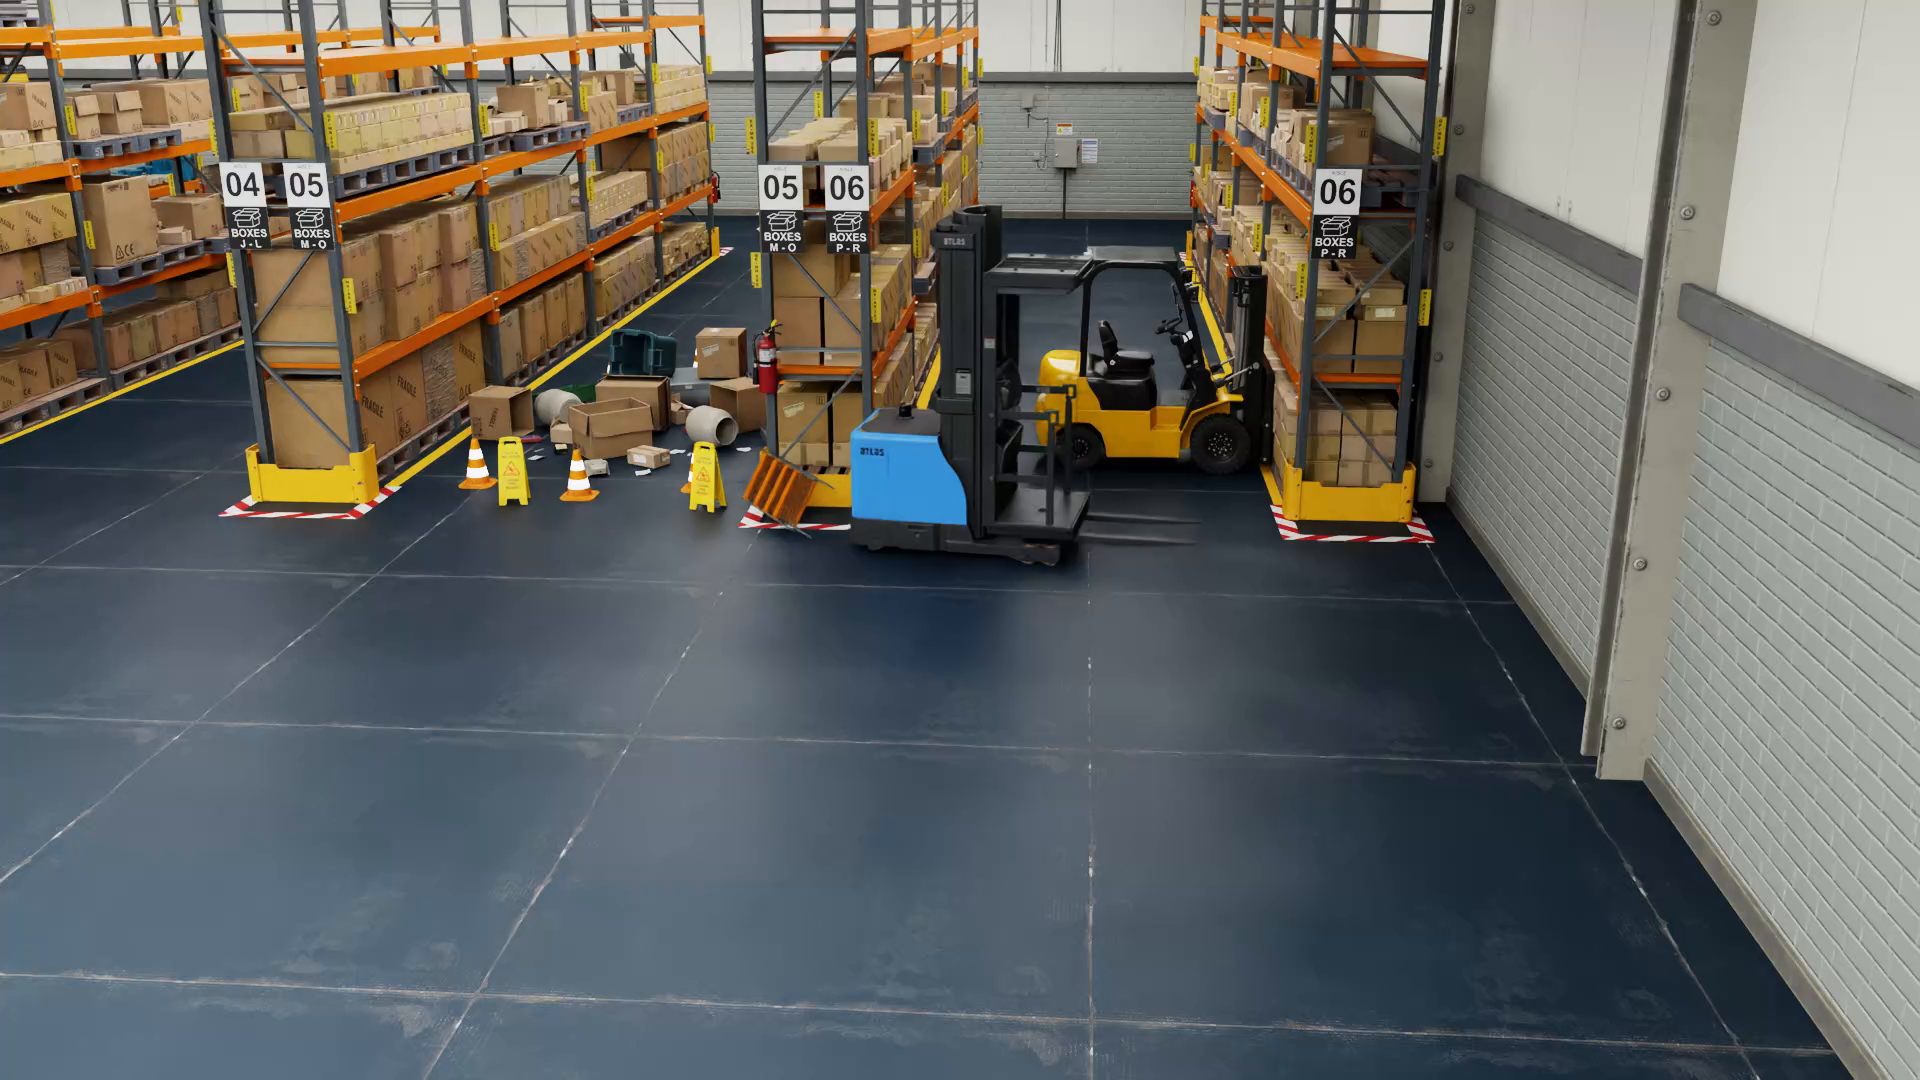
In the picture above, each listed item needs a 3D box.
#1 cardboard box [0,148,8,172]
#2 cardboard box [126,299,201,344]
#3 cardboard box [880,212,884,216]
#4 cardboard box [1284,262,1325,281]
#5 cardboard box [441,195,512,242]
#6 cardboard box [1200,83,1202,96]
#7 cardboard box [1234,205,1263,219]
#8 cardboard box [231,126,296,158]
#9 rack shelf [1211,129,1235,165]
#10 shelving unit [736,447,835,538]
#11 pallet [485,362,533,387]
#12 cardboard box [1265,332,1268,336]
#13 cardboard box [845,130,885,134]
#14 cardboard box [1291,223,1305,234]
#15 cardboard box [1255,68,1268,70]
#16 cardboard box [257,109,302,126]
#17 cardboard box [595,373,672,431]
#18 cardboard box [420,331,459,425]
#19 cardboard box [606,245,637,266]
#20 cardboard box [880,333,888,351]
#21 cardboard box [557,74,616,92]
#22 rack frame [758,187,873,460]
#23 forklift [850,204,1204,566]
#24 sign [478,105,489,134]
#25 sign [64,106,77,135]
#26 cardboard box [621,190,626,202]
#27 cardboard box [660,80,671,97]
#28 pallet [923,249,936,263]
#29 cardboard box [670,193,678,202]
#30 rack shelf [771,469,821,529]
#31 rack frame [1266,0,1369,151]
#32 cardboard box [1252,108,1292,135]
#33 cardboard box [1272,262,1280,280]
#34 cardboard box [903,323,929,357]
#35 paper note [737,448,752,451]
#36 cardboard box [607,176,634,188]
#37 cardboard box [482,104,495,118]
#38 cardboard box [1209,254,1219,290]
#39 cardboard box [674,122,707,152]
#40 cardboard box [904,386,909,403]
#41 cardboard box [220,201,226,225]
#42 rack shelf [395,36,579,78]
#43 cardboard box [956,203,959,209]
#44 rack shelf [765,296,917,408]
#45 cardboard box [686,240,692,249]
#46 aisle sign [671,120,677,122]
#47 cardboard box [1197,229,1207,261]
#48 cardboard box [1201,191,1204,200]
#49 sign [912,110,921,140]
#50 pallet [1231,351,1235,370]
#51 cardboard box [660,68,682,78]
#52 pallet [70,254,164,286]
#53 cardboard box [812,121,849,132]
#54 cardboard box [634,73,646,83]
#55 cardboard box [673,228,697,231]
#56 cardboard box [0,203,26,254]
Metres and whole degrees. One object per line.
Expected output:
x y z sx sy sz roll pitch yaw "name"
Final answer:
-10.771 -4.120 18.103 0.500 0.250 0.500 1 18 4 "cardboard box"
-10.722 -2.940 22.386 0.700 0.500 0.500 3 18 9 "cardboard box"
-1.197 -3.704 20.096 0.500 0.500 0.500 1 18 4 "cardboard box"
3.436 -2.672 16.581 0.380 0.149 0.250 2 18 5 "cardboard box"
-5.915 -3.928 20.328 0.700 0.500 0.500 1 18 3 "cardboard box"
4.456 -7.835 28.964 0.500 0.250 0.500 2 18 5 "cardboard box"
3.886 -4.409 22.358 0.380 0.149 0.250 2 18 6 "cardboard box"
-6.510 -3.750 15.662 0.500 0.250 0.500 2 18 5 "cardboard box"
4.346 -5.850 24.297 1.077 0.370 4.000 1 18 4 "rack shelf"
-1.619 -0.447 15.323 0.258 0.503 1.200 24 3 -36 "shelving unit"
-6.000 -2.008 20.712 1.003 0.211 1.213 1 18 4 "pallet"
3.942 -2.136 19.765 0.875 0.625 0.625 2 18 6 "cardboard box"
-0.953 -4.033 16.719 0.380 0.149 0.250 2 18 5 "cardboard box"
4.311 -3.836 20.609 0.380 0.149 0.250 1 18 4 "cardboard box"
4.536 -7.182 25.633 0.396 0.266 0.258 1 18 3 "cardboard box"
-6.543 -4.051 15.938 0.380 0.149 0.250 2 18 5 "cardboard box"
-3.663 -1.541 18.600 0.797 0.637 0.503 1 18 4 "cardboard box"
-6.156 -1.808 18.360 0.875 0.875 0.875 1 18 4 "cardboard box"
-5.282 -4.384 25.619 0.500 0.250 0.500 0 18 1 "cardboard box"
-0.923 -1.989 16.579 0.380 0.149 0.250 2 18 5 "cardboard box"
-5.648 -6.774 25.120 0.797 0.503 0.637 1 18 3 "cardboard box"
-1.322 -1.770 15.508 1.000 3.000 0.127 1 18 4 "rack frame"
0.608 -1.351 14.340 3.031 2.935 1.130 4 19 12 "forklift"
-5.426 -4.788 18.945 0.100 0.325 0.005 1 18 4 "sign"
-10.378 -4.895 19.397 0.100 0.325 0.005 1 18 4 "sign"
-5.329 -5.260 25.411 0.380 0.149 0.250 1 18 4 "cardboard box"
-5.092 -7.467 27.514 0.500 0.250 0.500 1 18 4 "cardboard box"
-0.850 -3.548 21.242 1.003 0.211 1.213 1 18 4 "pallet"
-5.040 -5.865 28.407 0.380 0.149 0.250 2 18 5 "cardboard box"
-1.484 -0.372 15.107 0.258 0.480 0.148 24 3 -36 "rack shelf"
3.916 -5.754 18.031 1.000 3.000 0.127 1 18 4 "rack frame"
3.780 -5.002 19.861 0.500 0.311 0.500 1 18 2 "cardboard box"
3.511 -2.847 17.592 0.380 0.149 0.250 1 18 3 "cardboard box"
-0.904 -2.566 21.482 0.950 0.372 0.625 2 18 6 "cardboard box"
-2.317 -0.978 17.859 0.142 0.019 0.148 -5 19 -15 "paper note"
-5.298 -5.565 25.863 0.380 0.149 0.250 1 18 4 "cardboard box"
-6.074 -5.271 20.683 0.500 0.311 0.500 1 18 2 "cardboard box"
4.230 -4.254 26.428 0.500 0.500 0.500 2 18 6 "cardboard box"
-4.904 -7.335 30.247 0.500 0.500 0.500 1 18 3 "cardboard box"
-0.838 -1.550 18.578 0.500 0.250 0.500 1 18 2 "cardboard box"
-10.845 -4.682 24.235 0.500 0.500 0.500 2 18 6 "cardboard box"
-5.837 -6.032 20.677 1.077 0.370 4.000 1 18 4 "rack shelf"
-0.280 -5.123 25.981 0.500 0.250 0.500 1 18 3 "cardboard box"
-1.179 -2.050 17.516 1.077 0.370 4.000 1 18 4 "rack shelf"
-4.970 -5.233 29.502 0.380 0.149 0.250 2 18 7 "cardboard box"
-5.414 -8.083 30.600 0.394 0.787 0.004 1 18 4 "aisle sign"
4.538 -5.189 29.282 0.700 0.500 0.500 2 18 6 "cardboard box"
4.338 -5.933 28.617 0.380 0.149 0.250 2 18 5 "cardboard box"
-0.494 -4.674 18.722 0.100 0.325 0.005 1 18 4 "sign"
4.014 -2.187 21.260 1.003 0.211 1.213 1 18 4 "pallet"
-4.983 -8.013 28.539 0.380 0.149 0.250 1 18 2 "cardboard box"
-10.720 -3.377 20.719 1.003 0.211 1.213 1 18 4 "pallet"
-1.401 -4.444 17.973 0.380 0.149 0.250 1 18 2 "cardboard box"
-5.144 -7.442 26.799 0.380 0.149 0.250 1 18 3 "cardboard box"
-4.954 -5.537 29.952 0.380 0.149 0.250 1 18 2 "cardboard box"
-10.749 -3.441 18.364 0.500 0.500 0.500 1 18 4 "cardboard box"
